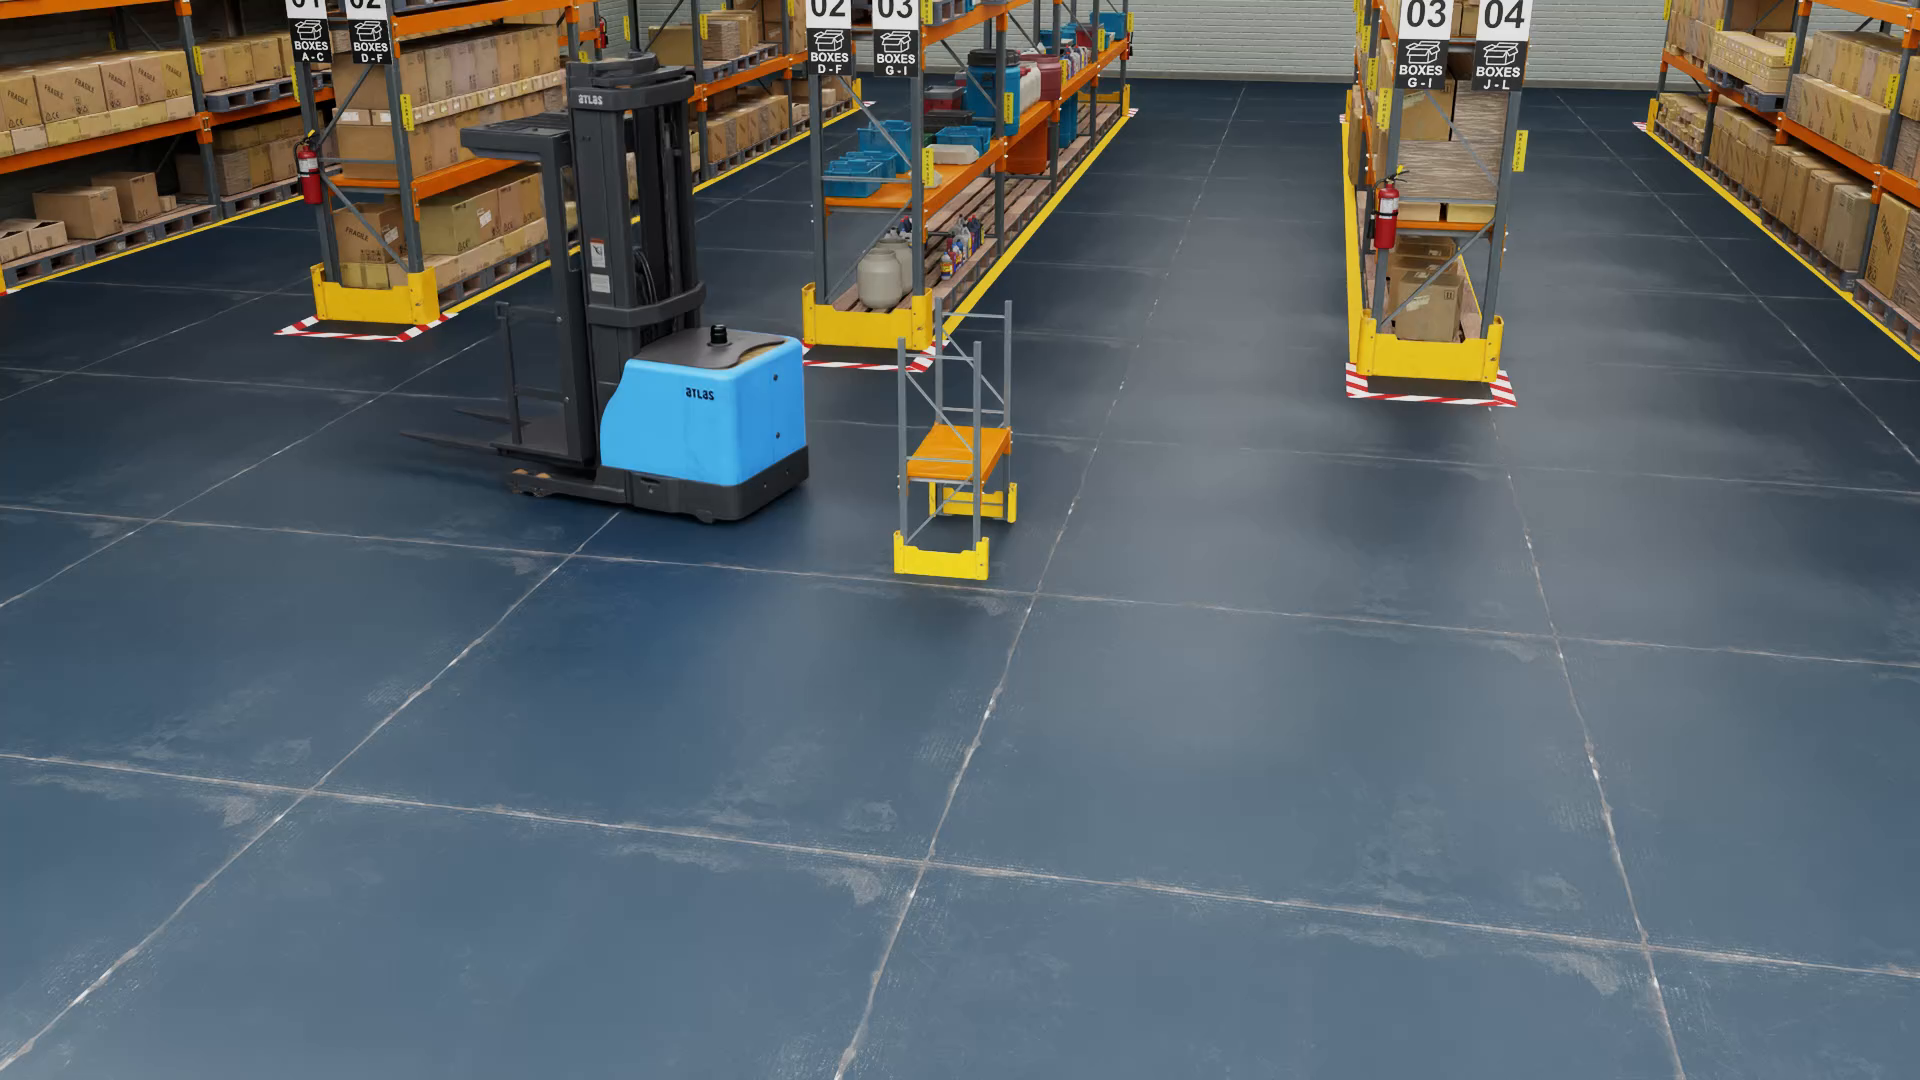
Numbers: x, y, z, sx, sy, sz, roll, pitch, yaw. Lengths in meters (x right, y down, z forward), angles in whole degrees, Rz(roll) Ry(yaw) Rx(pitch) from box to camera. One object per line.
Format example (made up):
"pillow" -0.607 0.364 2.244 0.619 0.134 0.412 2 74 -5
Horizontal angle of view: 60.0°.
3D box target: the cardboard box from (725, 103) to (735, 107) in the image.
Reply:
"cardboard box" -3.764 -6.467 25.652 0.500 0.500 0.500 5 22 12

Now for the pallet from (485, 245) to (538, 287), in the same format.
"pallet" -5.302 -3.004 18.030 1.003 0.211 1.213 4 22 11

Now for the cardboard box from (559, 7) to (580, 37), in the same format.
"cardboard box" -7.486 -9.483 29.982 0.980 0.700 0.700 4 22 10

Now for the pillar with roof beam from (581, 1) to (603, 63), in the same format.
"pillar with roof beam" -3.335 -13.306 31.846 9.100 9.000 0.400 4 22 11

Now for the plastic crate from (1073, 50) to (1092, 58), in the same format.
"plastic crate" 1.863 -7.644 26.092 0.396 0.136 0.243 4 22 11

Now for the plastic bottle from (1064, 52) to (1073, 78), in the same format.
"plastic bottle" 1.536 -6.793 23.770 0.144 0.351 0.185 4 22 11

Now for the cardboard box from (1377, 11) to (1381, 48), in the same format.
"cardboard box" 6.092 -7.001 22.745 0.797 0.503 0.637 5 23 13

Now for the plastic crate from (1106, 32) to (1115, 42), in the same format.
"plastic crate" 2.455 -8.636 28.554 0.396 0.136 0.243 4 22 11

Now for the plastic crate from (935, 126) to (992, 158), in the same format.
"plastic crate" 0.036 -4.159 17.365 0.499 0.251 0.616 4 22 11

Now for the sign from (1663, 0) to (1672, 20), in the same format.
"sign" 11.597 -8.693 27.263 0.100 0.325 0.005 4 22 11

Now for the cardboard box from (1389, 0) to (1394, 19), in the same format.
"cardboard box" 4.188 -4.885 15.153 0.500 0.250 0.500 4 22 10

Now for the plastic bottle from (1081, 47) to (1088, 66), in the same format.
"plastic bottle" 1.864 -7.353 25.262 0.152 0.276 0.135 4 22 11

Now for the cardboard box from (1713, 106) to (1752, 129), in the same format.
"cardboard box" 10.903 -5.920 23.318 0.500 0.250 0.500 3 22 9

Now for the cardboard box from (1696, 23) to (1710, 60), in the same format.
"cardboard box" 11.241 -7.360 24.580 0.500 0.500 0.500 4 22 9

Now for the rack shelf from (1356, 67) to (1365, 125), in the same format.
"rack shelf" 6.069 -6.137 23.039 1.077 0.370 4.000 4 22 11

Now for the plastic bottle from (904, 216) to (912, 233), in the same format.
"plastic bottle" -0.575 -3.365 18.152 0.144 0.351 0.185 5 22 12

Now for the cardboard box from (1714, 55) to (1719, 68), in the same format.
"cardboard box" 10.731 -6.654 23.135 0.380 0.149 0.250 5 22 12

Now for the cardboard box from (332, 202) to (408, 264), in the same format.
"cardboard box" -5.850 -3.056 16.541 0.500 0.500 0.500 4 22 11

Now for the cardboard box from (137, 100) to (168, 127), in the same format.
"cardboard box" -9.612 -4.971 19.355 0.500 0.250 0.500 5 22 11

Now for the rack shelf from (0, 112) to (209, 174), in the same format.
"rack shelf" -10.111 -4.344 18.587 1.077 0.370 4.000 4 22 11

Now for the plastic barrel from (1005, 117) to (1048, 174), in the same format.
"plastic barrel" 0.895 -5.485 22.800 0.600 0.830 0.708 4 22 11

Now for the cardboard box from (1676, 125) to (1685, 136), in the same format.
"cardboard box" 11.406 -6.388 25.954 0.380 0.149 0.250 4 22 11

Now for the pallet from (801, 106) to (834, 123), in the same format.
"pallet" -2.832 -7.363 28.855 1.003 0.211 1.213 4 22 11

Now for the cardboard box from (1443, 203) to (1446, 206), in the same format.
"cardboard box" 4.486 -3.056 14.763 0.380 0.149 0.250 4 22 11

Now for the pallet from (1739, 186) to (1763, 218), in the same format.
"pallet" 10.657 -4.316 21.288 1.003 0.211 1.213 4 22 11

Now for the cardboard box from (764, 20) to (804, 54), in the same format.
"cardboard box" -2.849 -8.170 26.992 0.500 0.500 0.500 5 22 12

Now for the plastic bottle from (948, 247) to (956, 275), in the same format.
"plastic bottle" -0.081 -2.856 16.976 0.061 0.283 0.133 5 22 12

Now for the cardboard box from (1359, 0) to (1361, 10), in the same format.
"cardboard box" 6.829 -8.743 27.347 0.500 0.500 0.500 4 22 10

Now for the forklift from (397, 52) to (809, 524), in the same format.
"forklift" -2.628 -1.822 11.455 3.031 2.935 1.130 10 24 23

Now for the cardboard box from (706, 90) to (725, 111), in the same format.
"cardboard box" -3.863 -6.643 25.087 0.500 0.250 0.500 4 22 10

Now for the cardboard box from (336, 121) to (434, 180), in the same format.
"cardboard box" -5.561 -3.786 16.105 0.700 0.500 0.500 4 22 11

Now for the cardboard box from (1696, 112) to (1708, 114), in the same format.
"cardboard box" 11.316 -6.362 25.093 0.380 0.149 0.250 5 23 13

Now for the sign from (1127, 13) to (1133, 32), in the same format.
"sign" 2.986 -9.082 29.171 0.100 0.325 0.005 4 22 11

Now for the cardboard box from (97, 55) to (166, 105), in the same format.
"cardboard box" -9.593 -5.317 19.211 0.500 0.500 0.500 4 22 11

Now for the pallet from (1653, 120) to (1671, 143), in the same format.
"pallet" 11.912 -6.634 27.043 1.003 0.211 1.213 4 22 11

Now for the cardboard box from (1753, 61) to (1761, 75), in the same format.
"cardboard box" 10.255 -5.950 20.988 0.380 0.149 0.250 5 22 12

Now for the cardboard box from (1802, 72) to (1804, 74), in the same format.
"cardboard box" 11.000 -5.944 21.371 0.380 0.149 0.250 5 23 13

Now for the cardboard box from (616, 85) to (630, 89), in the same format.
"cardboard box" -4.470 -5.735 20.943 0.500 0.500 0.500 4 22 11

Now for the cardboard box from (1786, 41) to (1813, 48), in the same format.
"cardboard box" 11.155 -6.503 21.963 0.380 0.149 0.250 3 22 9

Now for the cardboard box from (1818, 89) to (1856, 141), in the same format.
"cardboard box" 9.832 -4.674 18.310 0.500 0.500 0.500 4 22 10

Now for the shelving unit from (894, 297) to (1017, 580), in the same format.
"shelving unit" -0.016 -0.668 10.504 0.587 1.500 1.083 4 22 11

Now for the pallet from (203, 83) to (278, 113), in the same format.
"pallet" -9.404 -5.588 20.971 1.003 0.211 1.213 4 22 11

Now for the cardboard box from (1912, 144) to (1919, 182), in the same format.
"cardboard box" 9.526 -3.592 15.556 0.875 0.550 0.550 4 22 11

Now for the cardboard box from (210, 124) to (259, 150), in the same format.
"cardboard box" -9.482 -5.233 21.586 0.500 0.250 0.500 4 22 10

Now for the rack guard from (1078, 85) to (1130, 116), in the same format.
"rack guard" 2.437 -7.893 29.782 1.175 0.500 0.348 4 22 11

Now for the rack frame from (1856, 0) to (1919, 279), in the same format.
"rack frame" 9.680 -3.861 16.425 1.000 3.000 0.127 4 22 11

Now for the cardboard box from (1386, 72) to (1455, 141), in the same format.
"cardboard box" 3.899 -3.681 14.109 0.500 0.500 0.500 4 22 11

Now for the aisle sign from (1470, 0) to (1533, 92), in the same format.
"aisle sign" 4.310 -3.974 13.225 0.394 0.787 0.004 4 22 11

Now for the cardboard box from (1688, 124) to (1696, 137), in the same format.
"cardboard box" 11.146 -6.136 24.930 0.380 0.149 0.250 4 22 9

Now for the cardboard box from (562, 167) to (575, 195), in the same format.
"cardboard box" -4.524 -4.344 19.993 0.500 0.311 0.500 5 22 11

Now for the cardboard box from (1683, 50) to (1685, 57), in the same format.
"cardboard box" 11.704 -7.744 26.403 0.380 0.149 0.250 6 23 13

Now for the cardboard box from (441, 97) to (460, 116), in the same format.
"cardboard box" -5.221 -4.324 16.573 0.380 0.149 0.250 4 22 10

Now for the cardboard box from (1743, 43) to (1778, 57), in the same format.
"cardboard box" 10.413 -6.365 21.621 0.380 0.149 0.250 6 23 14

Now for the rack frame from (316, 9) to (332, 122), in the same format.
"rack frame" -8.886 -6.872 23.901 1.000 3.000 0.127 4 22 11
